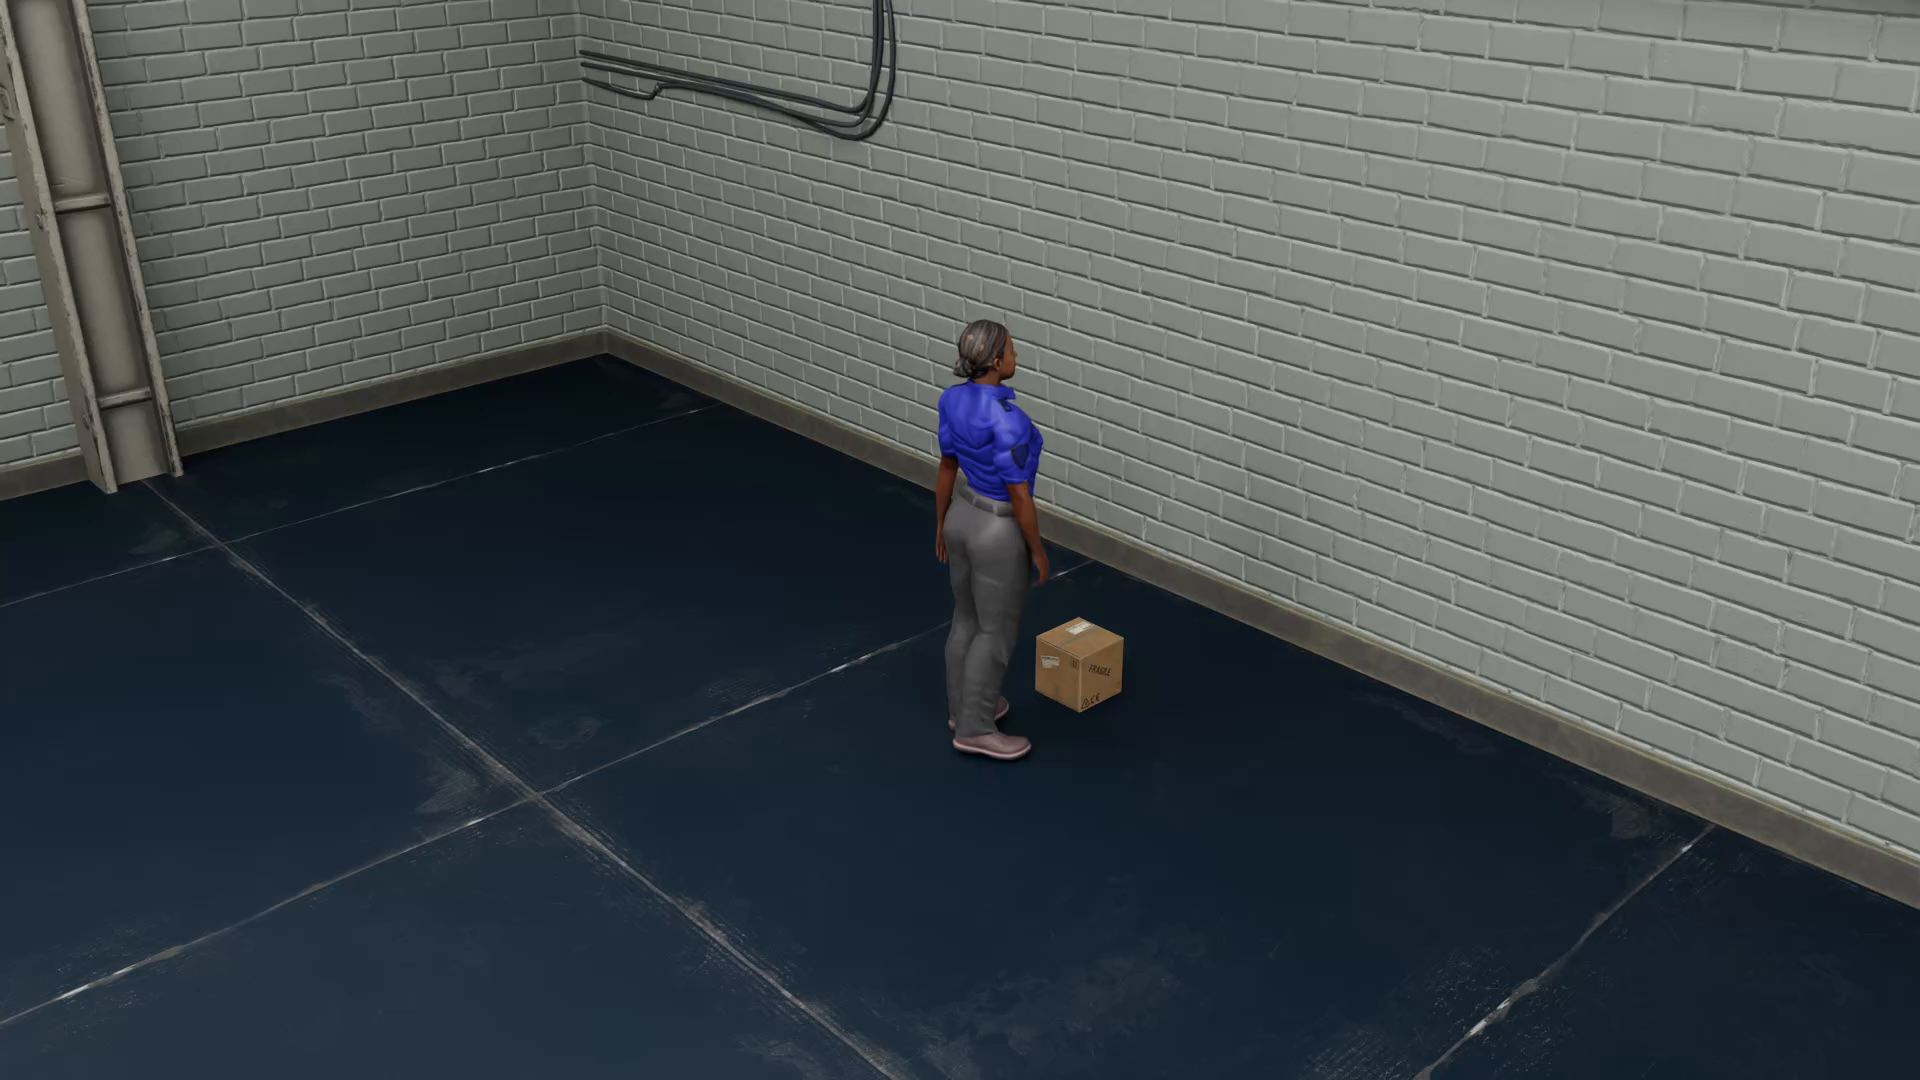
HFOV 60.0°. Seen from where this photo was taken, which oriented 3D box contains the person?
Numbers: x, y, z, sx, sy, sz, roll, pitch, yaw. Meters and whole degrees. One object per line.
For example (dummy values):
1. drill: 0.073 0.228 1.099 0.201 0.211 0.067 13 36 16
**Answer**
1. person: 0.100 -0.005 6.083 0.374 1.658 0.479 -17 29 -32
